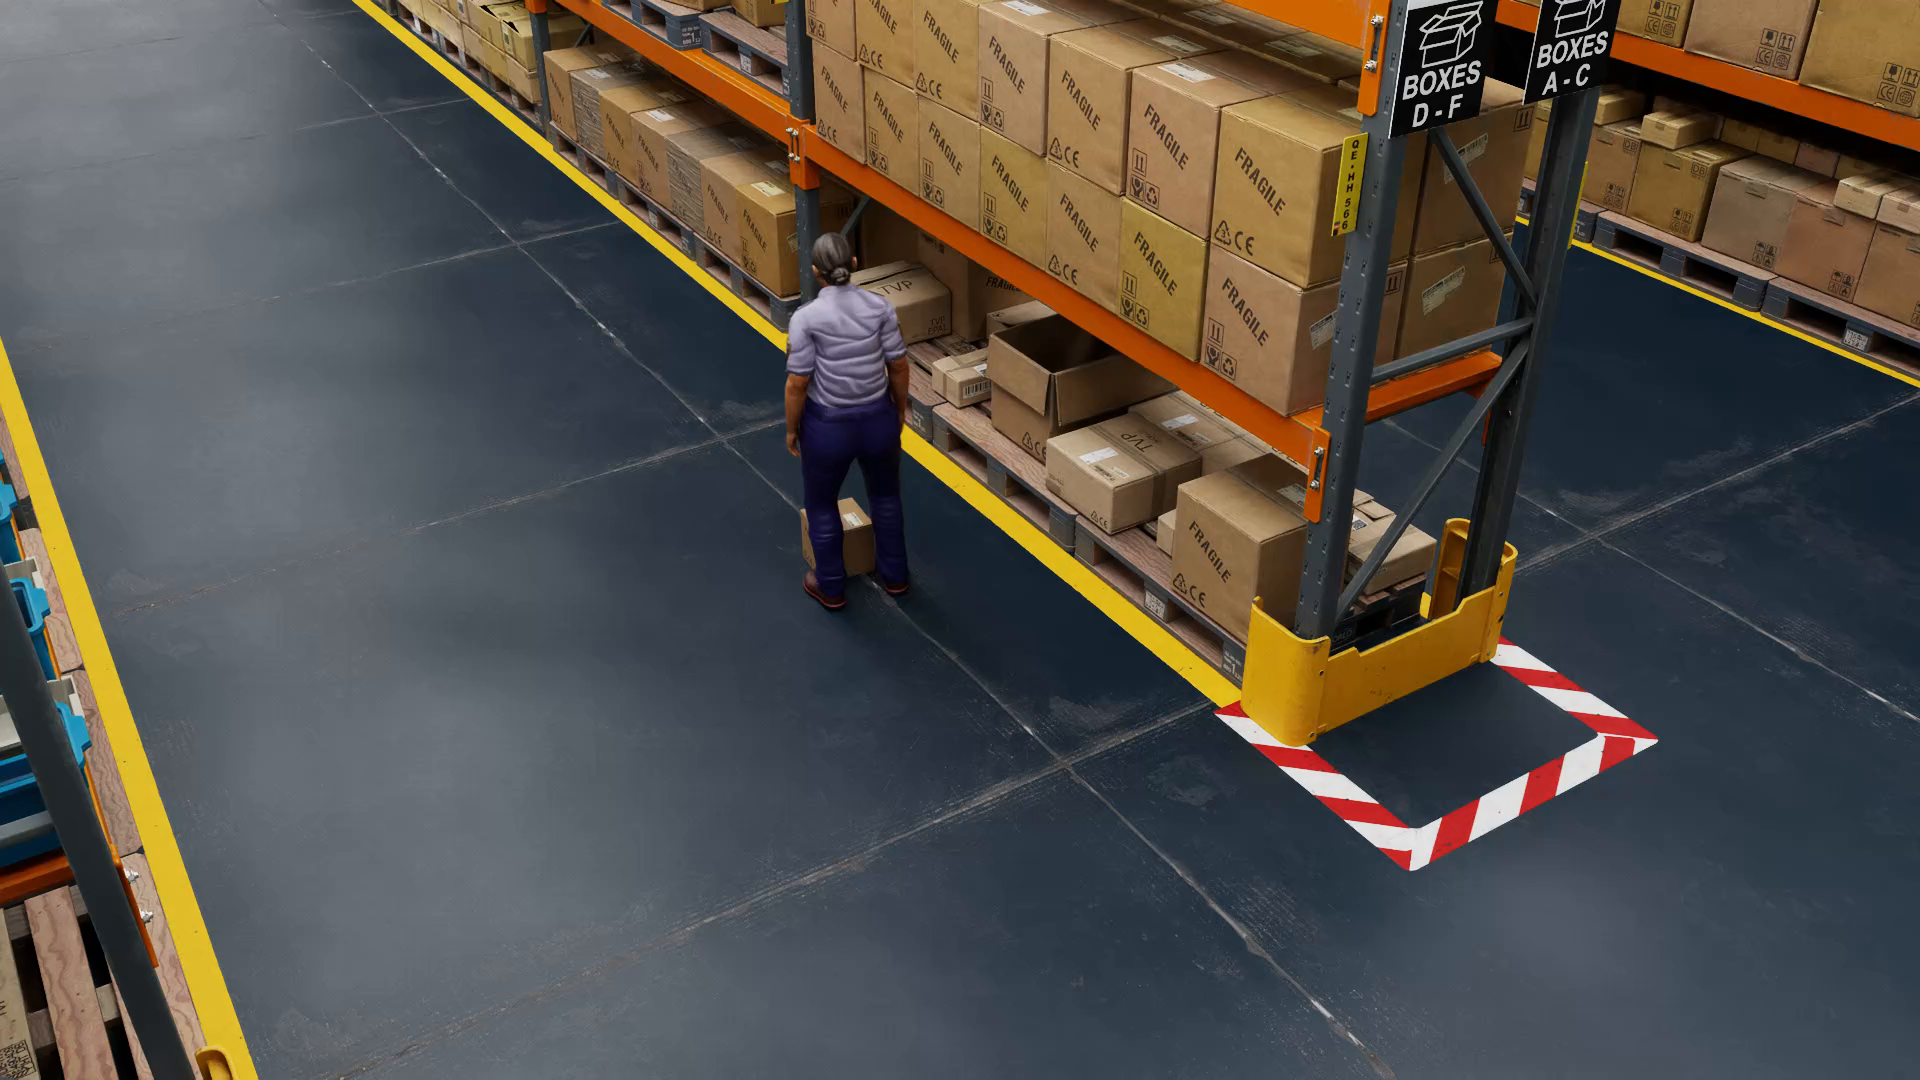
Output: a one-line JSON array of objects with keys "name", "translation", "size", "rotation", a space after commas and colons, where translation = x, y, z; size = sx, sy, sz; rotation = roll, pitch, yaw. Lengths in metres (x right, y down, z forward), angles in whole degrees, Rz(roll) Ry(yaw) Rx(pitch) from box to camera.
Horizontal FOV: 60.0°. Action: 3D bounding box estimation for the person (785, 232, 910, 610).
[{"name": "person", "translation": [-0.456, -0.468, 6.872], "size": [0.538, 1.652, 0.371], "rotation": [-11, 34, -17]}]
